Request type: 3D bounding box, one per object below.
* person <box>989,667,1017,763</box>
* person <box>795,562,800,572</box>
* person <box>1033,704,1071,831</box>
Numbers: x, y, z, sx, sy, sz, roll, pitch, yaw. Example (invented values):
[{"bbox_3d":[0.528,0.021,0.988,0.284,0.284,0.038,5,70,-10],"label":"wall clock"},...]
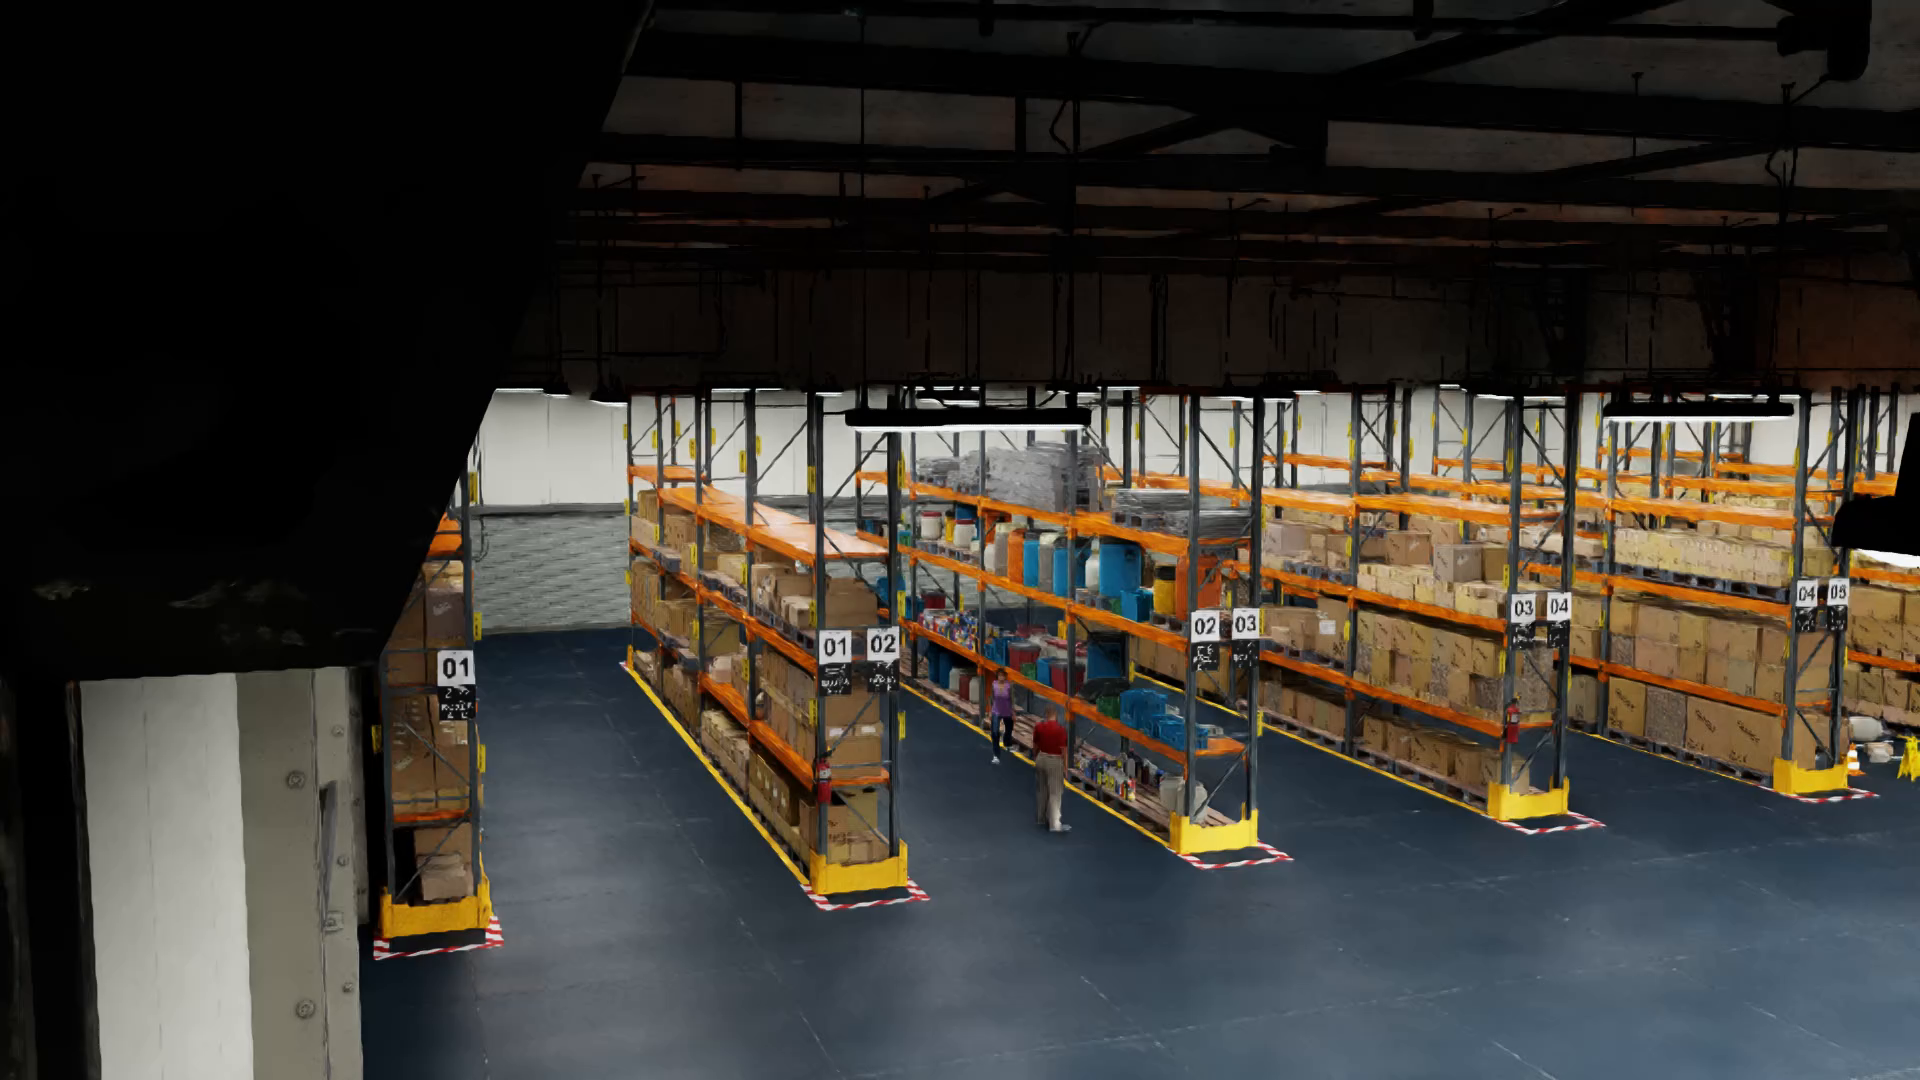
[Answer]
[{"bbox_3d":[0.697,2.787,26.881,0.461,1.531,0.866,0,6,2],"label":"person"},{"bbox_3d":[-4.084,1.377,39.473,0.572,1.780,0.589,4,7,35],"label":"person"},{"bbox_3d":[1.272,3.101,22.852,0.595,1.737,0.450,5,8,39],"label":"person"}]
